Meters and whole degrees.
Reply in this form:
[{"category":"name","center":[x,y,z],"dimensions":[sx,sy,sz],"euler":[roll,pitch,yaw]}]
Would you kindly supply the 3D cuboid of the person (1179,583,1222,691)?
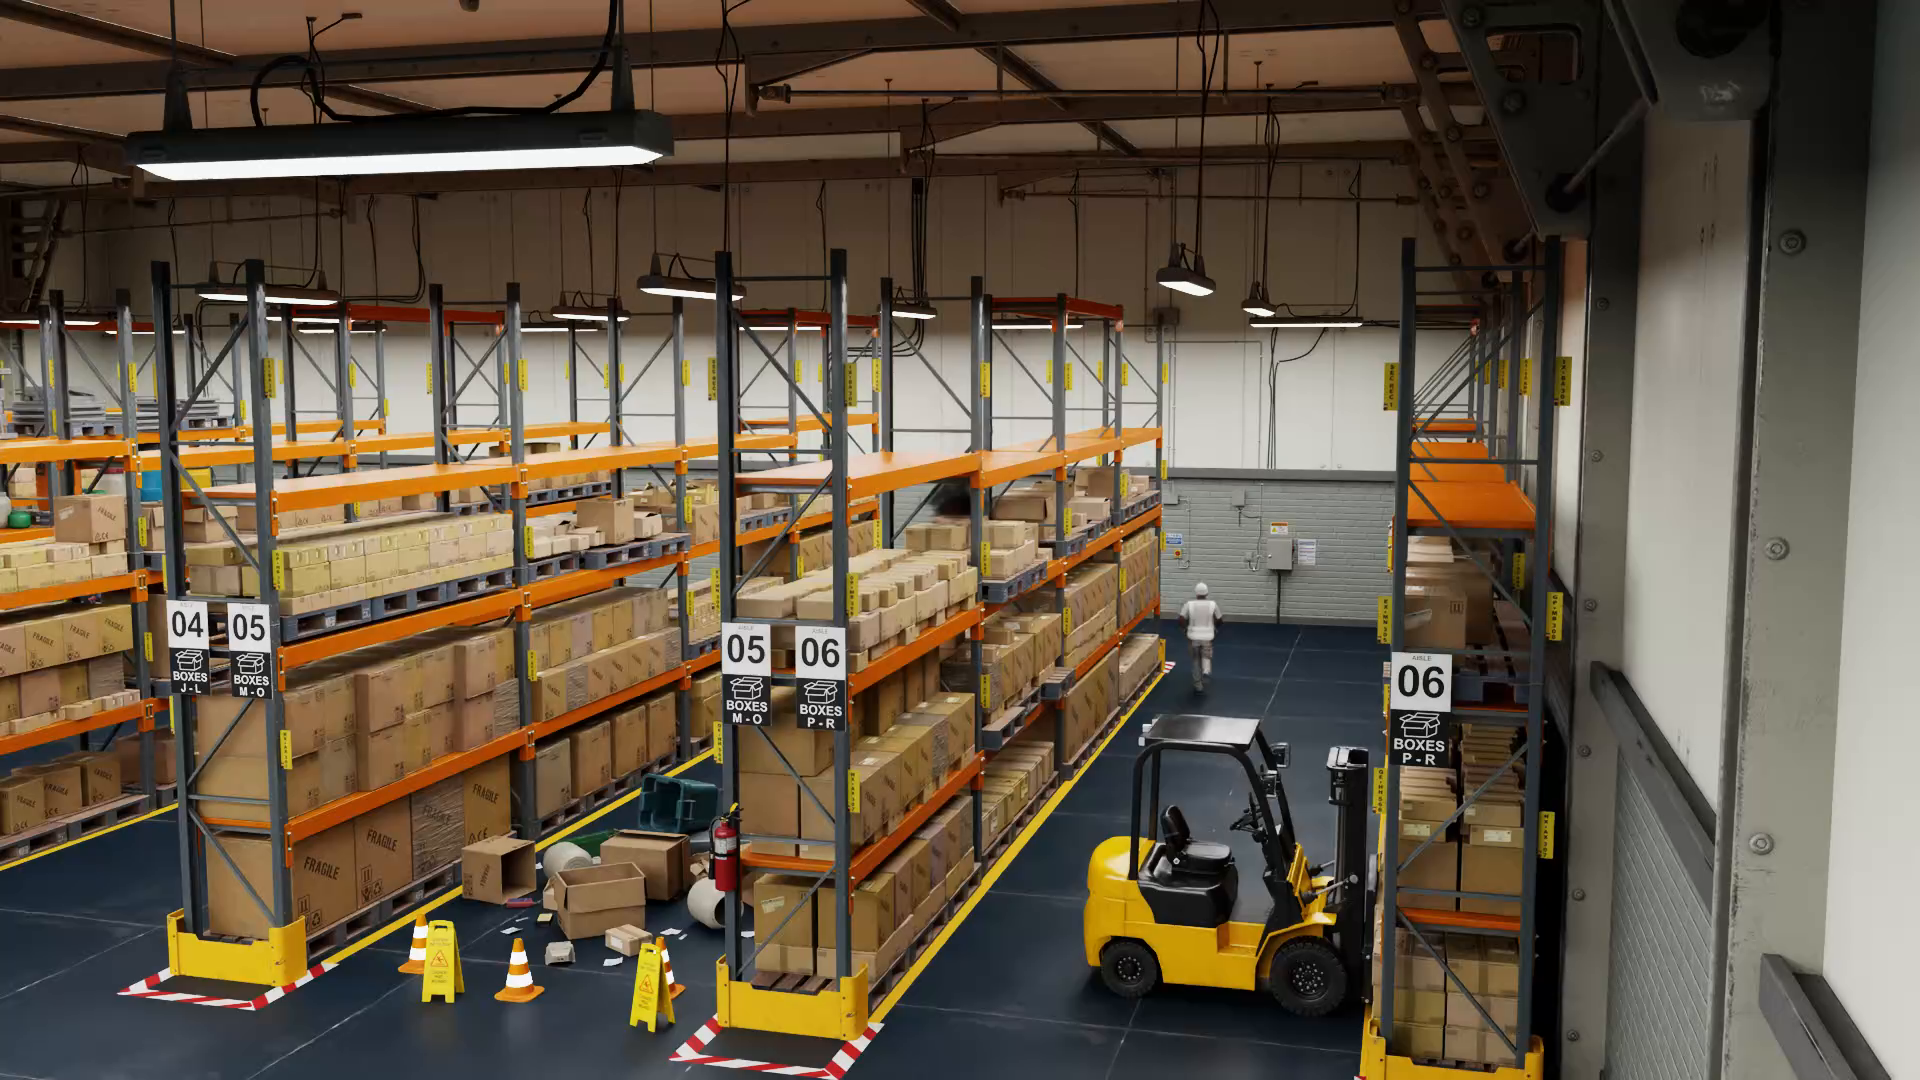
[{"category":"person","center":[3.770,1.543,26.101],"dimensions":[0.682,1.753,0.769],"euler":[1,6,7]}]
